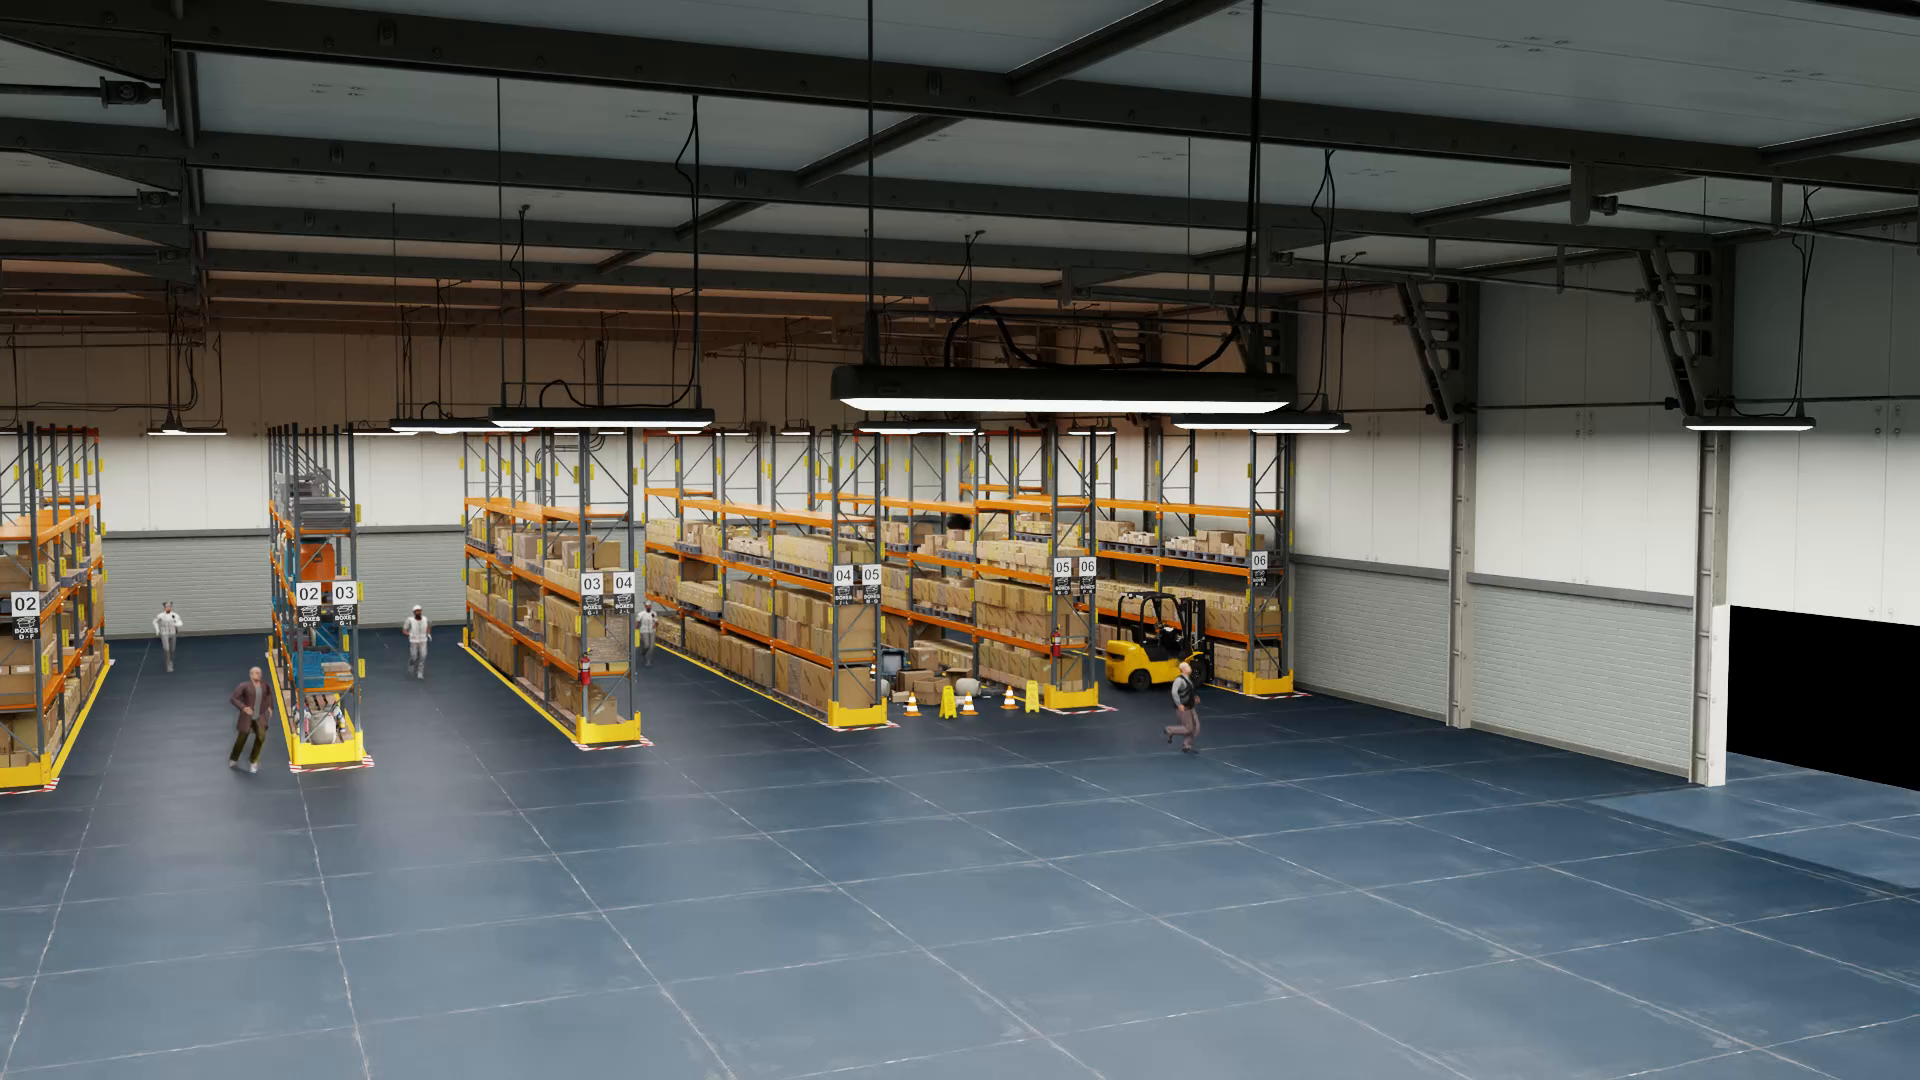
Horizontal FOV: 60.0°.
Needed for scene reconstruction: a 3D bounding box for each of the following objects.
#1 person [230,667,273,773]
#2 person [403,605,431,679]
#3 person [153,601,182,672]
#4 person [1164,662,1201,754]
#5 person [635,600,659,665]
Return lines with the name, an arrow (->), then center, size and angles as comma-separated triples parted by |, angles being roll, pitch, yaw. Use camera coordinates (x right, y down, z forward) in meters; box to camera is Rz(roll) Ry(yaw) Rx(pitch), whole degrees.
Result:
person -> -12.249, 3.098, 28.815 | 0.768, 1.804, 0.765 | -3, 5, -42
person -> -12.936, 2.427, 39.652 | 0.687, 1.743, 0.704 | -3, 4, -36
person -> -19.501, 2.354, 40.977 | 0.598, 1.694, 0.921 | -3, 4, -37
person -> 4.053, 3.047, 30.232 | 0.627, 1.660, 0.662 | 2, 4, 28
person -> -7.834, 2.337, 41.790 | 0.565, 1.662, 0.572 | -1, 4, -23
